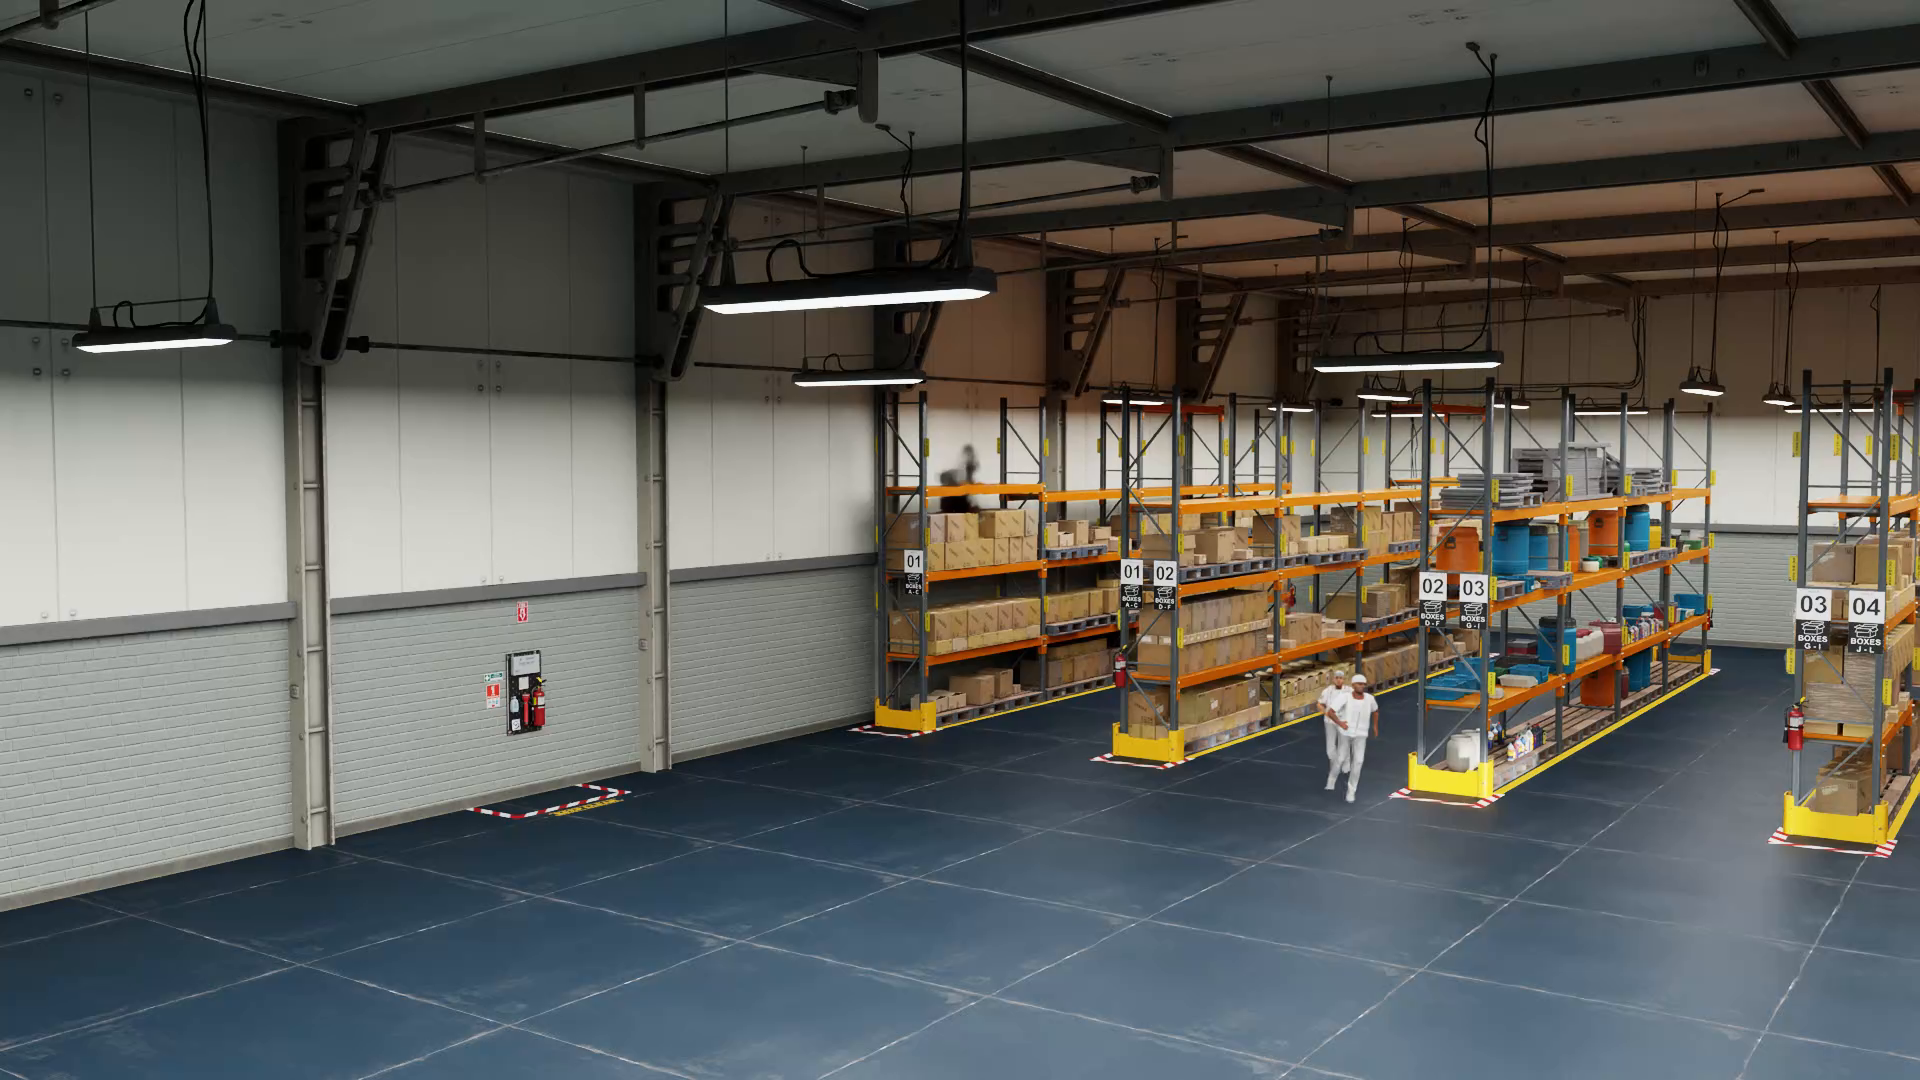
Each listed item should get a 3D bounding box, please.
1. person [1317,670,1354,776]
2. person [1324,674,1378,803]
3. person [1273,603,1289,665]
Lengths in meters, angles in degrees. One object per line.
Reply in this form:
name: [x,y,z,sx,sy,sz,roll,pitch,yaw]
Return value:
person: [5.738,2.792,25.187,0.679,1.626,0.552,1,3,16]
person: [5.645,2.810,23.807,0.759,1.787,0.826,0,3,2]
person: [6.894,2.190,35.314,0.669,1.696,0.796,2,4,27]
